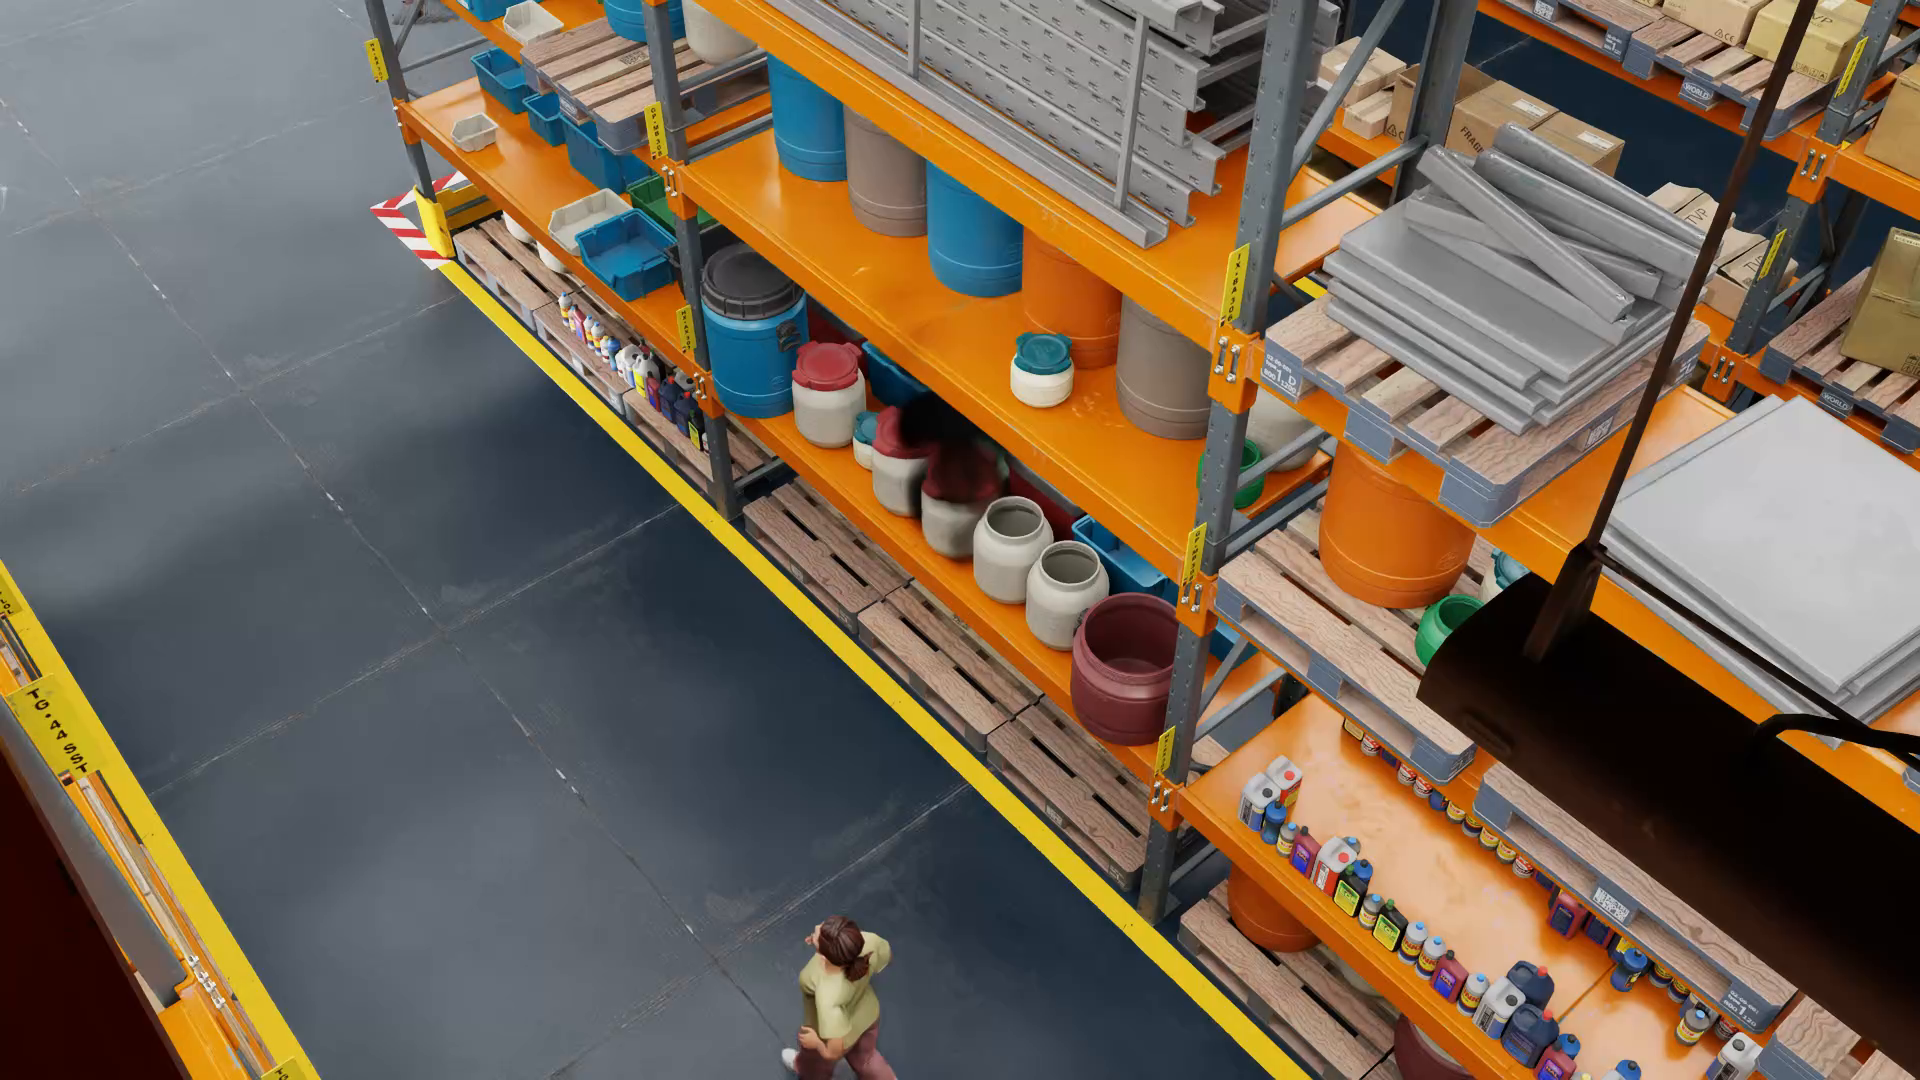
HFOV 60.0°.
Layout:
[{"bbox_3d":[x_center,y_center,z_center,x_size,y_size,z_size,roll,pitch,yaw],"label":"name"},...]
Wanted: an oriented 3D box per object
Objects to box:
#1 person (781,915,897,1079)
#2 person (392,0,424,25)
[{"bbox_3d":[-0.527,2.137,7.393,0.858,1.669,0.578,30,54,26],"label":"person"},{"bbox_3d":[-4.919,-5.572,15.086,0.873,1.730,0.656,-13,48,-12],"label":"person"}]
